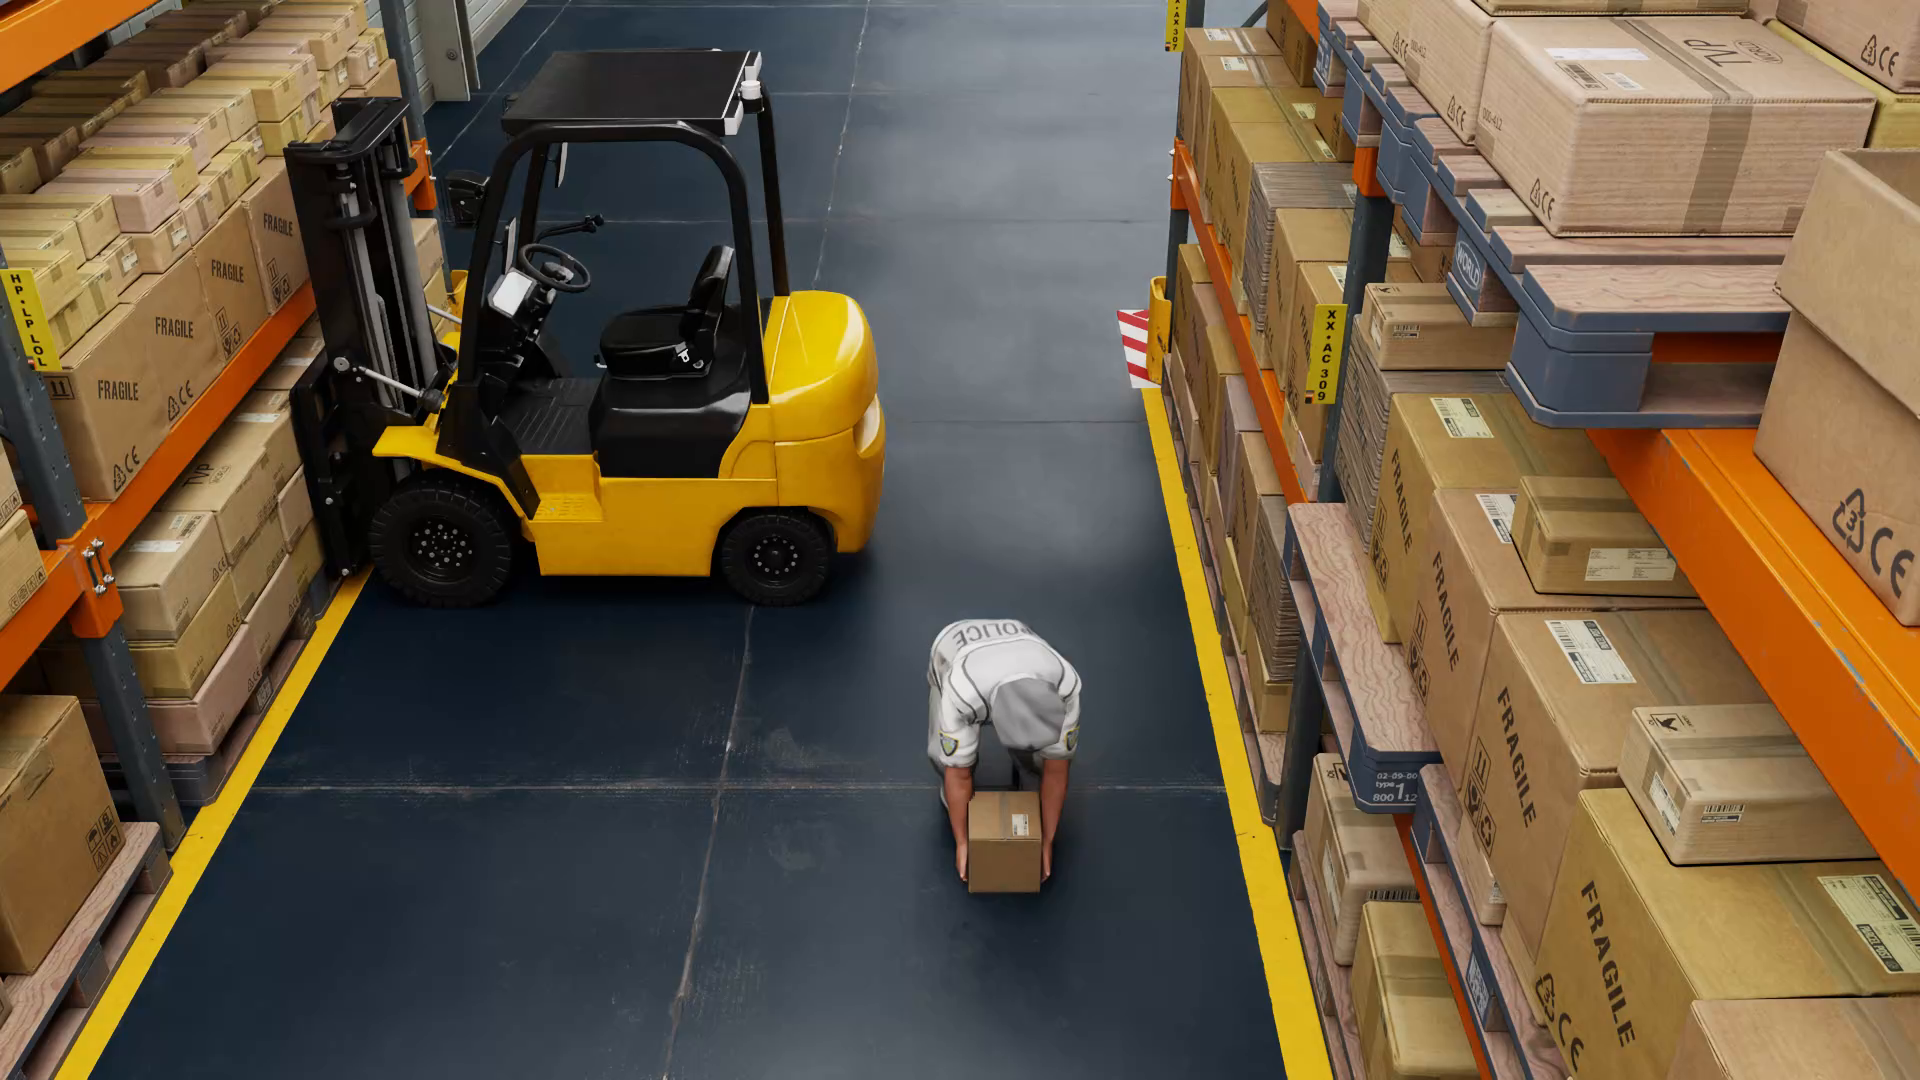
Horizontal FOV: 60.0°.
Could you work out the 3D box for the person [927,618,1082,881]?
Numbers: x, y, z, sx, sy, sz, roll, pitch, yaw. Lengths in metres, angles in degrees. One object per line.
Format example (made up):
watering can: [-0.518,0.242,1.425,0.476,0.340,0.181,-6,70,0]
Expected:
person: [0.145,0.671,5.959,0.539,0.899,0.976,-2,31,-4]
